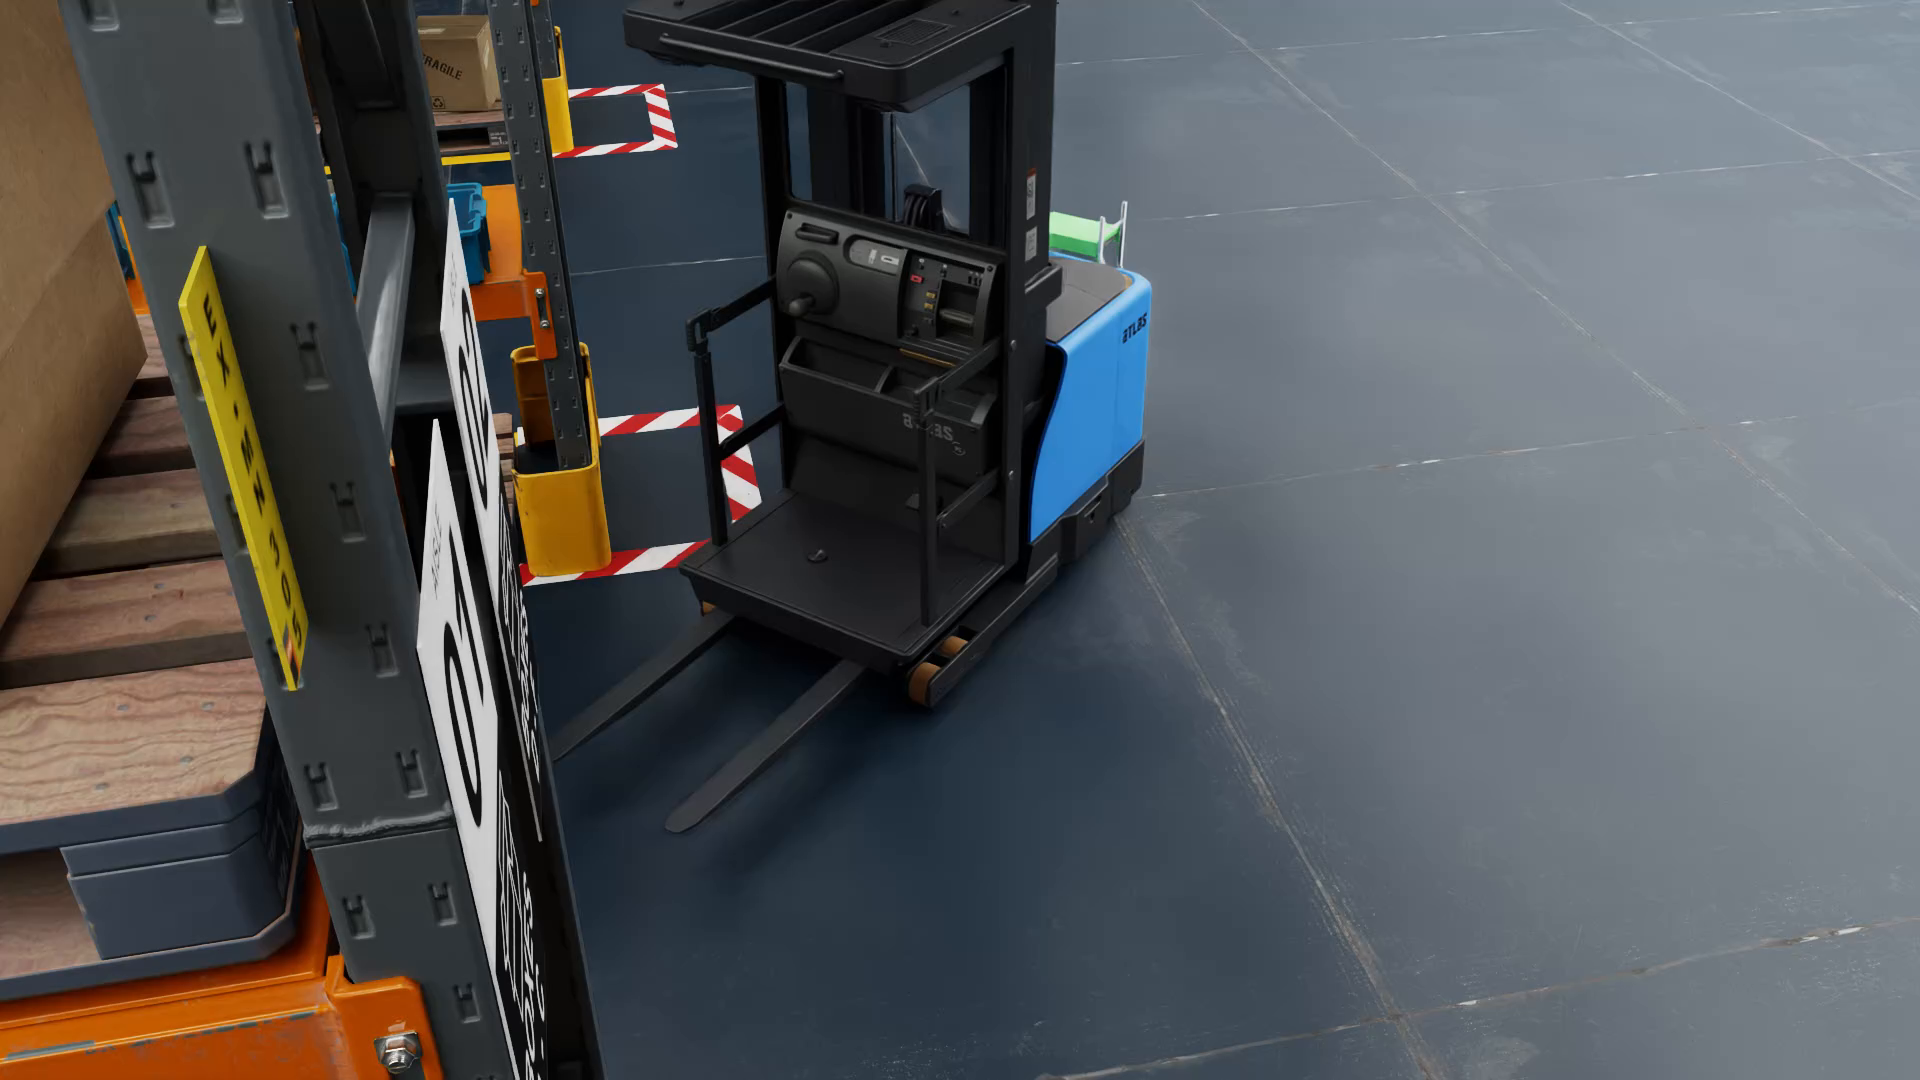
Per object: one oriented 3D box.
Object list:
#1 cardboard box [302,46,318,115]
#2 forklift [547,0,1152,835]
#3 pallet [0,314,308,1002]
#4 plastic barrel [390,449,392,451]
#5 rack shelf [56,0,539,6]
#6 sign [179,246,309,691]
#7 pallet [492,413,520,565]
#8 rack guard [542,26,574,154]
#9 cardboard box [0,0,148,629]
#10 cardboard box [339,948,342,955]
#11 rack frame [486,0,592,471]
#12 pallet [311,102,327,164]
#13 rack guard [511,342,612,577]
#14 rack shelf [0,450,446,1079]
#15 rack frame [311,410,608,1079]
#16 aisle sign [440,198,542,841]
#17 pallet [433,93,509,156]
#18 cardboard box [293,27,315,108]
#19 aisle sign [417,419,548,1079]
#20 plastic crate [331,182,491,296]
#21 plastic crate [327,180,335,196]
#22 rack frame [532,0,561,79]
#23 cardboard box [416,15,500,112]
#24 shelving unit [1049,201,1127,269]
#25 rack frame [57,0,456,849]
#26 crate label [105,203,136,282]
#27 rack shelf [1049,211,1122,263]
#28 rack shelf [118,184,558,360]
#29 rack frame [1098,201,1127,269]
[{"bbox_3d":[-3.992,-3.123,11.079,0.500,0.500,0.500,1,34,2],"label":"cardboard box"},{"bbox_3d":[-0.391,-0.885,5.938,1.130,2.935,3.031,19,38,26],"label":"forklift"},{"bbox_3d":[-1.318,0.102,1.793,1.213,0.211,1.003,-7,35,-11],"label":"pallet"},{"bbox_3d":[-2.337,-0.473,7.119,0.421,0.512,0.421,0,34,0],"label":"plastic barrel"},{"bbox_3d":[-4.755,-3.602,10.571,4.000,0.370,1.077,-7,35,-11],"label":"rack shelf"},{"bbox_3d":[-0.516,-0.046,1.211,0.005,0.325,0.100,-7,35,-11],"label":"sign"},{"bbox_3d":[-2.569,-0.165,7.306,1.213,0.211,1.003,-7,35,-11],"label":"pallet"},{"bbox_3d":[-2.878,-3.099,11.420,0.348,0.500,1.175,-7,35,-11],"label":"rack guard"},{"bbox_3d":[-1.184,-0.215,1.591,0.637,0.503,0.797,-5,34,-7],"label":"cardboard box"},{"bbox_3d":[-1.132,0.715,2.239,0.500,0.500,0.700,-7,35,-10],"label":"cardboard box"},{"bbox_3d":[-1.712,-1.455,6.726,0.127,3.000,1.000,-7,35,-11],"label":"rack frame"},{"bbox_3d":[-4.866,-2.751,11.159,1.213,0.211,1.003,-7,35,-11],"label":"pallet"},{"bbox_3d":[-1.775,-0.382,7.370,0.348,0.500,1.175,-7,35,-11],"label":"rack guard"},{"bbox_3d":[-2.573,0.537,1.711,4.000,0.370,1.077,-7,35,-11],"label":"rack shelf"},{"bbox_3d":[-0.622,1.238,2.713,0.127,3.000,1.000,-7,35,-11],"label":"rack frame"},{"bbox_3d":[-0.626,-0.016,2.249,0.004,0.787,0.394,-7,35,-11],"label":"aisle sign"},{"bbox_3d":[-3.679,-2.899,11.380,1.213,0.211,1.003,-7,35,-11],"label":"pallet"},{"bbox_3d":[-4.607,-3.056,10.979,0.500,0.500,0.500,-4,34,-6],"label":"cardboard box"},{"bbox_3d":[-0.494,0.310,1.763,0.004,0.787,0.394,-7,35,-11],"label":"aisle sign"},{"bbox_3d":[-2.134,-1.169,6.433,0.616,0.251,0.499,-7,35,-11],"label":"plastic crate"},{"bbox_3d":[-2.655,-1.410,6.896,0.250,0.136,0.298,-7,35,-11],"label":"plastic crate"},{"bbox_3d":[-2.804,-4.146,10.737,0.127,3.000,1.000,-7,35,-11],"label":"rack frame"},{"bbox_3d":[-3.417,-3.215,11.216,0.500,0.500,0.500,-1,34,-2],"label":"cardboard box"},{"bbox_3d":[0.443,-0.994,7.642,0.503,1.200,0.258,18,35,25],"label":"shelving unit"},{"bbox_3d":[-0.622,-1.253,1.042,0.127,3.000,1.000,-7,35,-11],"label":"rack frame"},{"bbox_3d":[-3.447,-1.096,6.160,0.616,0.435,0.502,-7,35,-11],"label":"crate label"},{"bbox_3d":[0.453,-1.349,7.425,0.480,0.148,0.258,18,35,25],"label":"rack shelf"},{"bbox_3d":[-3.662,-0.910,6.560,4.000,0.370,1.077,-7,35,-11],"label":"rack shelf"},{"bbox_3d":[0.653,-0.925,7.540,0.015,1.200,0.240,18,35,25],"label":"rack frame"}]
